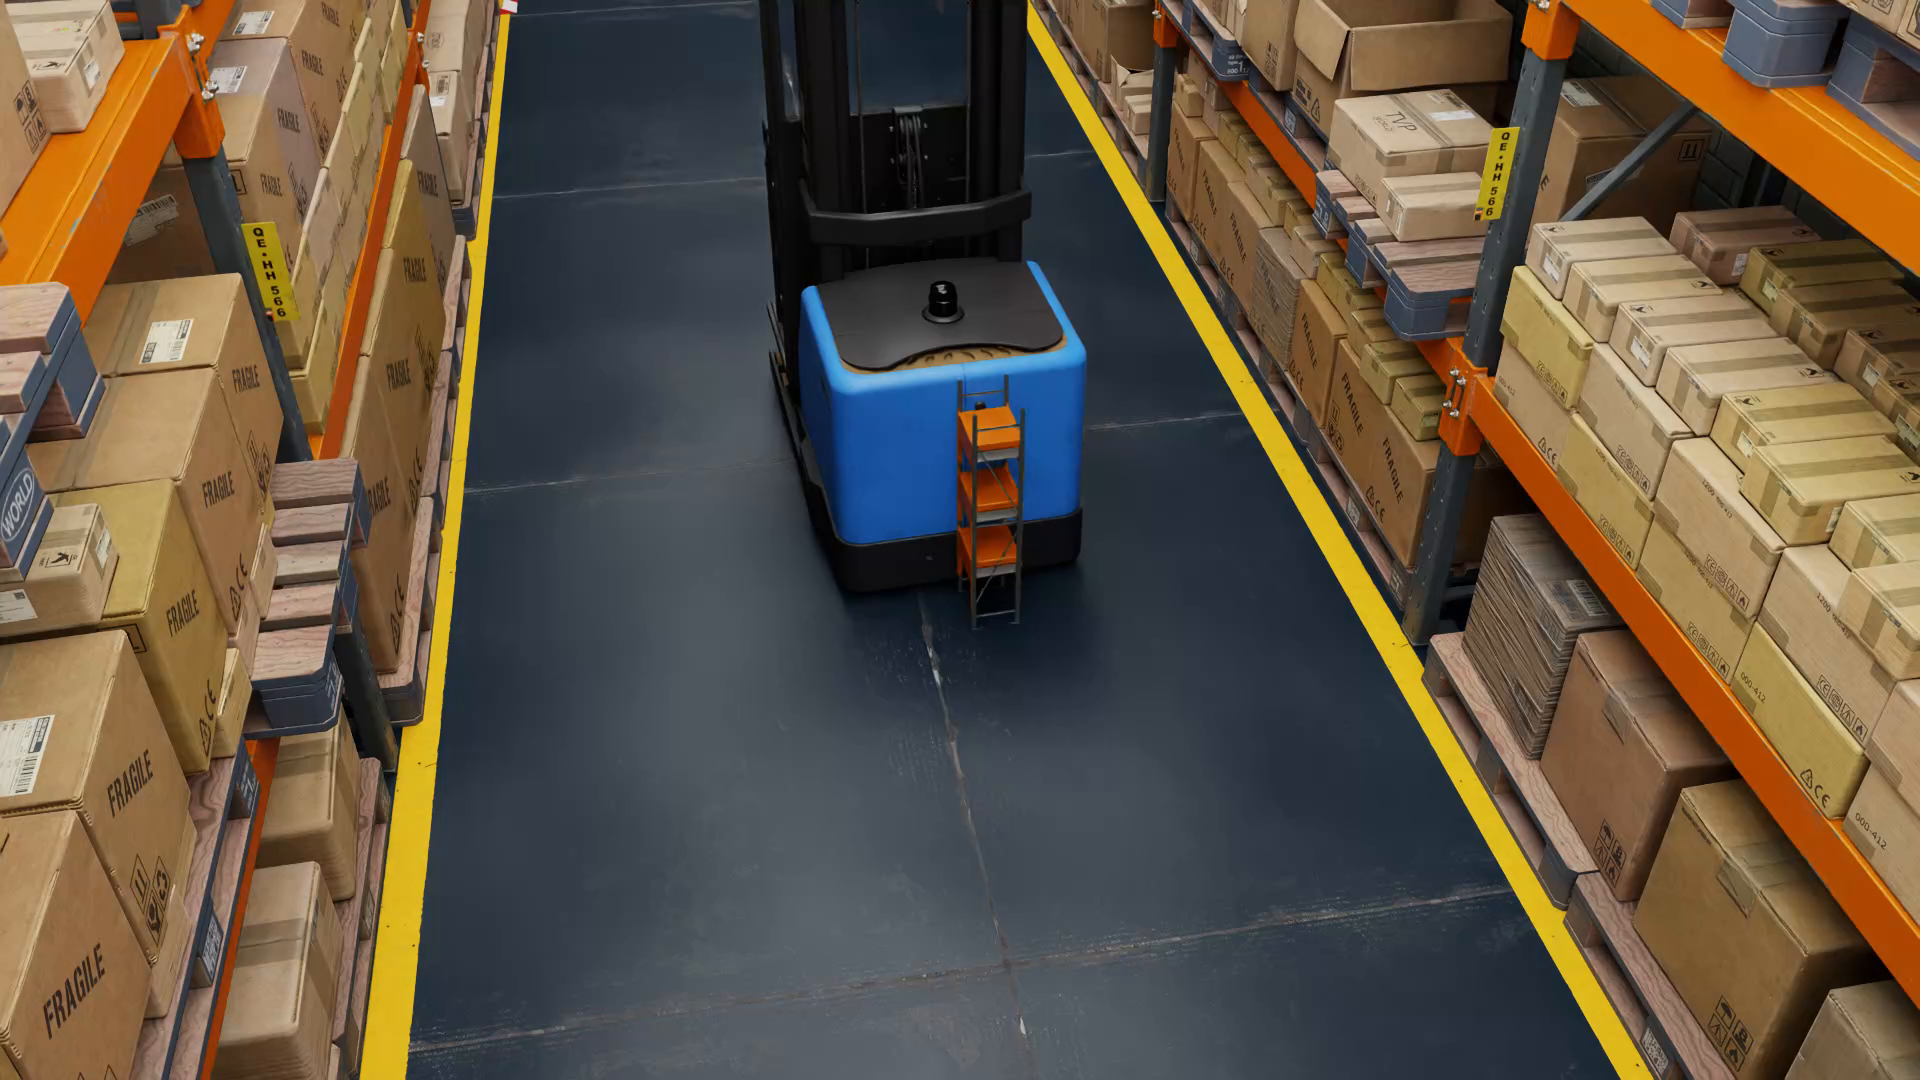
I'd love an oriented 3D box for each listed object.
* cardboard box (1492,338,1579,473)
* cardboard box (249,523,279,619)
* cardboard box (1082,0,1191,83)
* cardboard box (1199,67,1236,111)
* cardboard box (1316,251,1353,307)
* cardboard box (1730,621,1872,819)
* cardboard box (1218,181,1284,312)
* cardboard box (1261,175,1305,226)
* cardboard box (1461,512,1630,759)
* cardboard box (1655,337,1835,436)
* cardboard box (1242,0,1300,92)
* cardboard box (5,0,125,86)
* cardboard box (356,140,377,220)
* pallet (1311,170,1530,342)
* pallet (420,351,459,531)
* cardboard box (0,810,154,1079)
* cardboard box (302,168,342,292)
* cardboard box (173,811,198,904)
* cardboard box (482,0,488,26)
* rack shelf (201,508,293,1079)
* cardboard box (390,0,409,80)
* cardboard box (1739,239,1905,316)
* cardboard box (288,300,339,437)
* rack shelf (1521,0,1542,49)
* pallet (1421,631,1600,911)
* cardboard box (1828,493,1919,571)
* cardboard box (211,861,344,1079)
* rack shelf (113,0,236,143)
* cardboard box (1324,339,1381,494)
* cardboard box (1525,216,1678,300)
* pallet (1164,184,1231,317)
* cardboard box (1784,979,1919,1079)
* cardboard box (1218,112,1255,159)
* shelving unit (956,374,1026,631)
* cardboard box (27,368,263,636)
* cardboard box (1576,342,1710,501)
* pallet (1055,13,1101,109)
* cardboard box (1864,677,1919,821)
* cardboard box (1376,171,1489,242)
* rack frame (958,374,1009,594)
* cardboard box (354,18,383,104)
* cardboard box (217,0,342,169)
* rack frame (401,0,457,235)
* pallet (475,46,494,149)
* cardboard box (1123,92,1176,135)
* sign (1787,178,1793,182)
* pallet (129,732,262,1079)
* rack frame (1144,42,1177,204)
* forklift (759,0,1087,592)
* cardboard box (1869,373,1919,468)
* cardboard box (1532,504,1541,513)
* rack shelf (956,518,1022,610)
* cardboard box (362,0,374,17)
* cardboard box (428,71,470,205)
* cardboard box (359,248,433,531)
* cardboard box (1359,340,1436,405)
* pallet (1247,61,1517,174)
[{"bbox_3d":[2.138,-0.487,5.554,0.500,0.250,0.500,-6,38,-8],"label":"cardboard box"},{"bbox_3d":[-2.089,0.103,4.535,0.380,0.149,0.250,-7,38,-8],"label":"cardboard box"},{"bbox_3d":[1.206,-3.324,10.779,0.700,0.500,0.500,-8,38,-10],"label":"cardboard box"},{"bbox_3d":[1.494,-2.412,8.834,0.380,0.149,0.250,-8,39,-10],"label":"cardboard box"},{"bbox_3d":[1.838,-1.187,7.499,0.380,0.149,0.250,-7,38,-9],"label":"cardboard box"},{"bbox_3d":[2.408,0.441,4.360,0.500,0.250,0.500,-5,38,-6],"label":"cardboard box"},{"bbox_3d":[1.649,-1.497,8.427,0.500,0.500,0.500,-7,38,-9],"label":"cardboard box"},{"bbox_3d":[1.691,-1.664,8.114,0.380,0.149,0.250,-5,38,-6],"label":"cardboard box"},{"bbox_3d":[2.397,0.309,6.000,0.875,0.625,0.625,-5,38,-7],"label":"cardboard box"},{"bbox_3d":[2.244,-0.442,4.764,0.380,0.149,0.250,-6,38,-7],"label":"cardboard box"},{"bbox_3d":[1.693,-2.359,7.418,0.700,0.500,0.500,-6,38,-8],"label":"cardboard box"},{"bbox_3d":[-2.323,-1.222,4.138,0.380,0.149,0.250,-6,38,-8],"label":"cardboard box"},{"bbox_3d":[-2.707,-1.492,6.847,0.500,0.250,0.500,-6,38,-8],"label":"cardboard box"},{"bbox_3d":[2.113,-1.167,6.463,1.213,0.211,1.003,-6,38,-8],"label":"pallet"},{"bbox_3d":[-2.859,-0.423,7.623,1.003,0.211,1.213,-6,38,-8],"label":"pallet"},{"bbox_3d":[-1.845,0.872,3.016,0.500,0.500,0.500,-6,38,-8],"label":"cardboard box"},{"bbox_3d":[-2.520,-1.088,5.920,0.500,0.250,0.500,-5,38,-7],"label":"cardboard box"},{"bbox_3d":[-1.946,0.729,3.729,0.380,0.149,0.250,-7,38,-9],"label":"cardboard box"},{"bbox_3d":[-3.773,-3.903,11.575,0.875,0.438,0.875,-7,38,-9],"label":"cardboard box"},{"bbox_3d":[-2.234,1.187,3.863,1.077,0.370,4.000,-6,38,-8],"label":"rack shelf"},{"bbox_3d":[-2.959,-2.418,8.039,0.500,0.250,0.500,-7,38,-9],"label":"cardboard box"},{"bbox_3d":[2.713,-0.816,5.245,0.380,0.149,0.250,-5,38,-7],"label":"cardboard box"},{"bbox_3d":[-2.423,-0.568,5.659,0.500,0.250,0.500,-7,38,-9],"label":"cardboard box"},{"bbox_3d":[1.951,-2.949,6.743,1.077,0.370,4.000,-6,38,-8],"label":"rack shelf"},{"bbox_3d":[2.407,0.762,6.097,1.003,0.211,1.213,-6,38,-8],"label":"pallet"},{"bbox_3d":[2.444,0.013,4.178,0.380,0.149,0.250,-6,38,-8],"label":"cardboard box"},{"bbox_3d":[-2.358,1.354,4.861,0.950,0.372,0.625,-7,38,-9],"label":"cardboard box"},{"bbox_3d":[-2.936,-2.413,6.053,1.077,0.370,4.000,-6,38,-8],"label":"rack shelf"},{"bbox_3d":[1.938,-0.555,7.215,0.500,0.500,0.500,-7,38,-9],"label":"cardboard box"},{"bbox_3d":[2.067,-0.912,5.369,0.380,0.149,0.250,-5,38,-7],"label":"cardboard box"},{"bbox_3d":[1.780,-1.668,9.226,1.003,0.211,1.213,-6,38,-8],"label":"pallet"},{"bbox_3d":[2.771,1.564,4.386,0.875,0.625,0.625,-7,38,-8],"label":"cardboard box"},{"bbox_3d":[1.582,-2.134,8.718,0.380,0.149,0.250,-8,39,-10],"label":"cardboard box"},{"bbox_3d":[0.117,-0.132,6.565,0.215,1.050,0.252,-8,39,-10],"label":"shelving unit"},{"bbox_3d":[-2.130,-0.072,4.231,0.500,0.500,0.500,-7,38,-9],"label":"cardboard box"},{"bbox_3d":[2.225,-0.382,5.012,0.500,0.250,0.500,-5,38,-7],"label":"cardboard box"},{"bbox_3d":[1.263,-3.309,11.337,1.003,0.211,1.213,-6,38,-8],"label":"pallet"},{"bbox_3d":[2.483,0.549,3.814,0.500,0.250,0.500,-6,38,-7],"label":"cardboard box"},{"bbox_3d":[1.808,-1.263,6.293,0.380,0.149,0.250,-6,38,-7],"label":"cardboard box"},{"bbox_3d":[0.089,-0.205,6.659,0.200,1.050,0.008,-8,39,-10],"label":"rack frame"},{"bbox_3d":[-2.778,-2.005,7.101,0.500,0.250,0.500,-5,38,-7],"label":"cardboard box"},{"bbox_3d":[-2.603,-1.676,6.066,0.500,0.500,0.500,-5,38,-7],"label":"cardboard box"},{"bbox_3d":[-3.286,-2.721,8.307,1.000,3.000,0.127,-6,38,-8],"label":"rack frame"},{"bbox_3d":[-3.560,-2.826,10.715,1.003,0.211,1.213,-6,38,-8],"label":"pallet"},{"bbox_3d":[1.213,-2.602,10.135,0.380,0.149,0.250,-7,38,-9],"label":"cardboard box"},{"bbox_3d":[2.847,-1.360,5.611,0.100,0.325,0.005,-6,38,-8],"label":"sign"},{"bbox_3d":[-2.198,0.962,3.723,1.003,0.211,1.213,-6,38,-8],"label":"pallet"},{"bbox_3d":[1.600,-3.257,8.997,1.000,3.000,0.127,-6,38,-8],"label":"rack frame"},{"bbox_3d":[-0.320,-1.851,7.243,1.130,2.935,3.031,-8,39,-10],"label":"forklift"},{"bbox_3d":[2.780,-0.346,4.640,0.380,0.149,0.250,-6,38,-8],"label":"cardboard box"},{"bbox_3d":[2.503,-0.304,6.892,0.500,0.500,0.500,-5,38,-6],"label":"cardboard box"},{"bbox_3d":[0.117,0.095,6.742,0.215,0.259,0.240,-8,39,-10],"label":"rack shelf"},{"bbox_3d":[-2.863,-2.600,7.256,0.500,0.500,0.500,-6,38,-7],"label":"cardboard box"},{"bbox_3d":[-3.291,-2.265,9.467,0.875,0.438,0.875,-7,38,-9],"label":"cardboard box"},{"bbox_3d":[-2.777,-0.597,6.963,0.875,0.875,0.875,-6,38,-7],"label":"cardboard box"},{"bbox_3d":[1.887,-0.708,6.883,0.380,0.149,0.250,-8,39,-10],"label":"cardboard box"},{"bbox_3d":[1.956,-1.939,7.457,1.003,0.211,1.213,-6,38,-8],"label":"pallet"}]
